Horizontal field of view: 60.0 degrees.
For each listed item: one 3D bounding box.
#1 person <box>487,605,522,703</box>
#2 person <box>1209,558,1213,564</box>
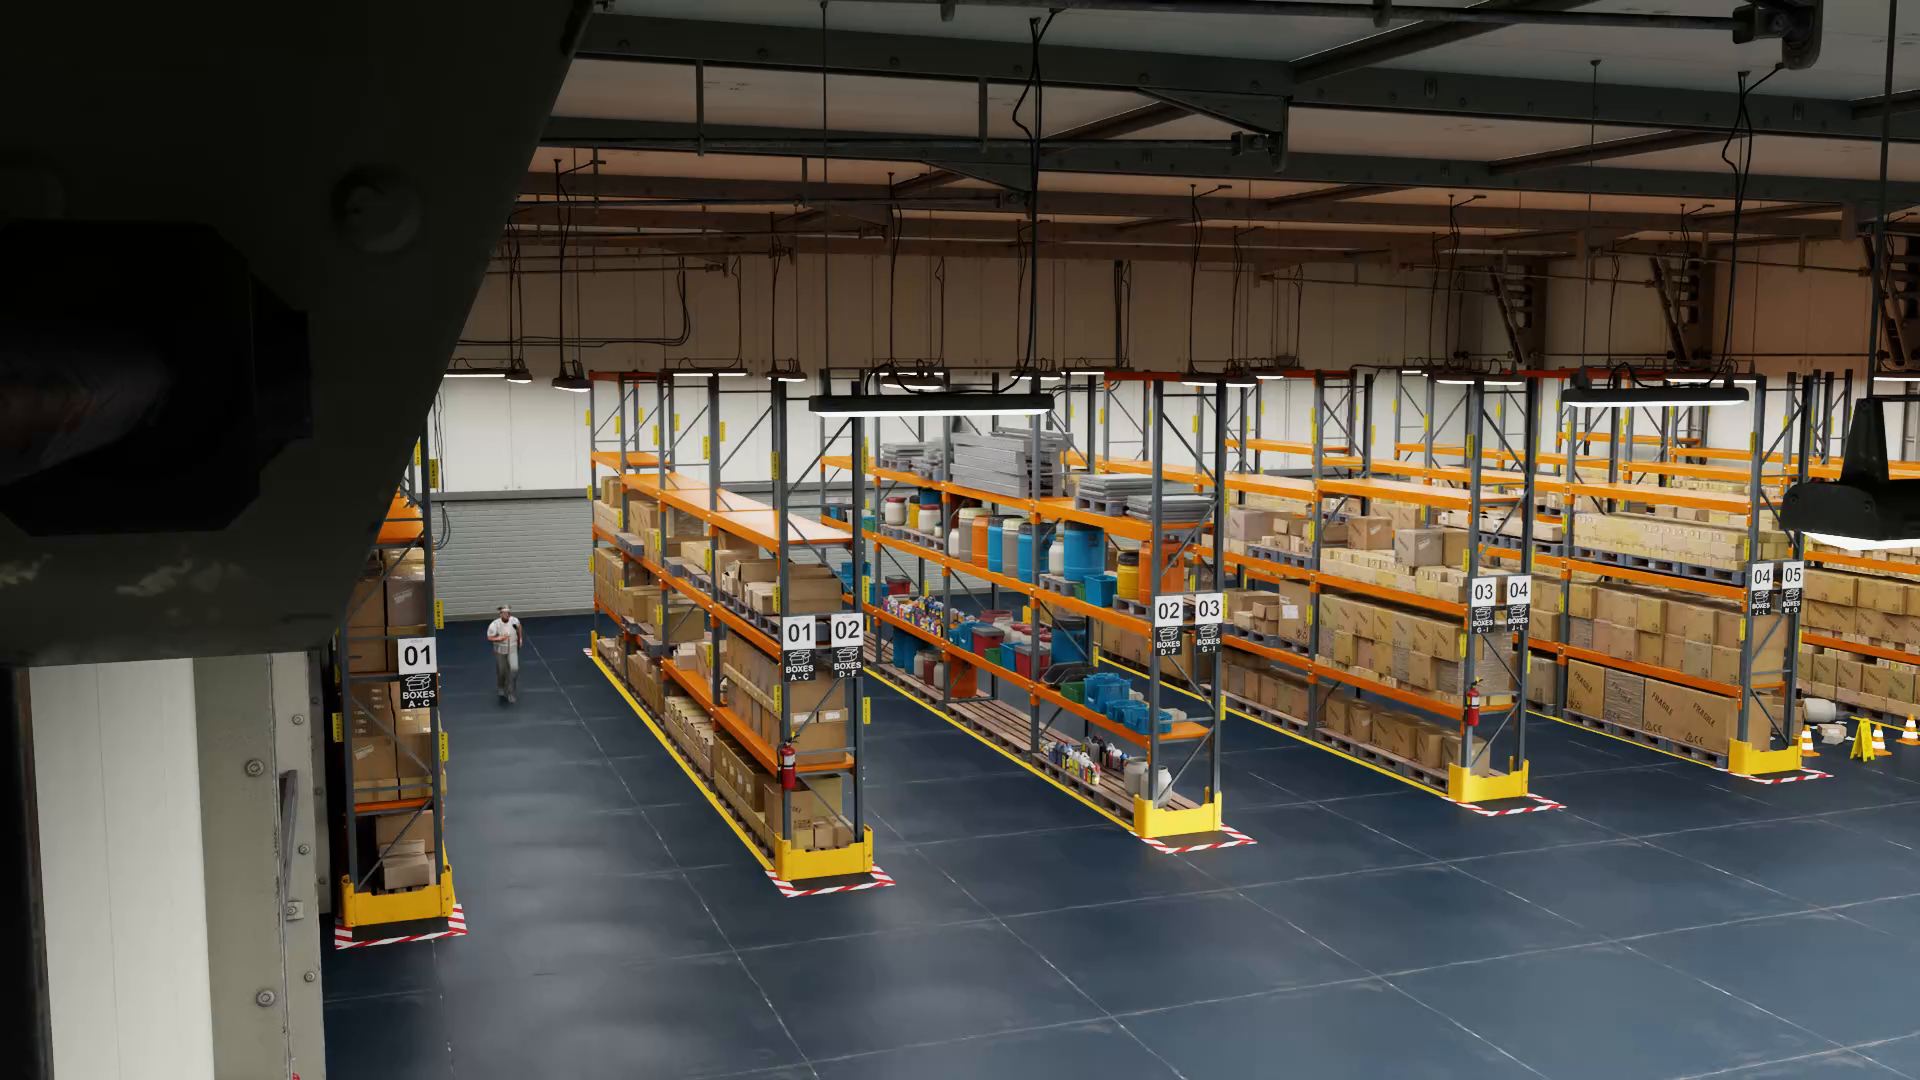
[{"bbox_3d":[-8.334,2.070,30.489,0.686,1.827,0.876,-4,7,-30],"label":"person"},{"bbox_3d":[6.346,0.958,41.319,0.585,1.534,0.602,0,6,-3],"label":"person"}]
